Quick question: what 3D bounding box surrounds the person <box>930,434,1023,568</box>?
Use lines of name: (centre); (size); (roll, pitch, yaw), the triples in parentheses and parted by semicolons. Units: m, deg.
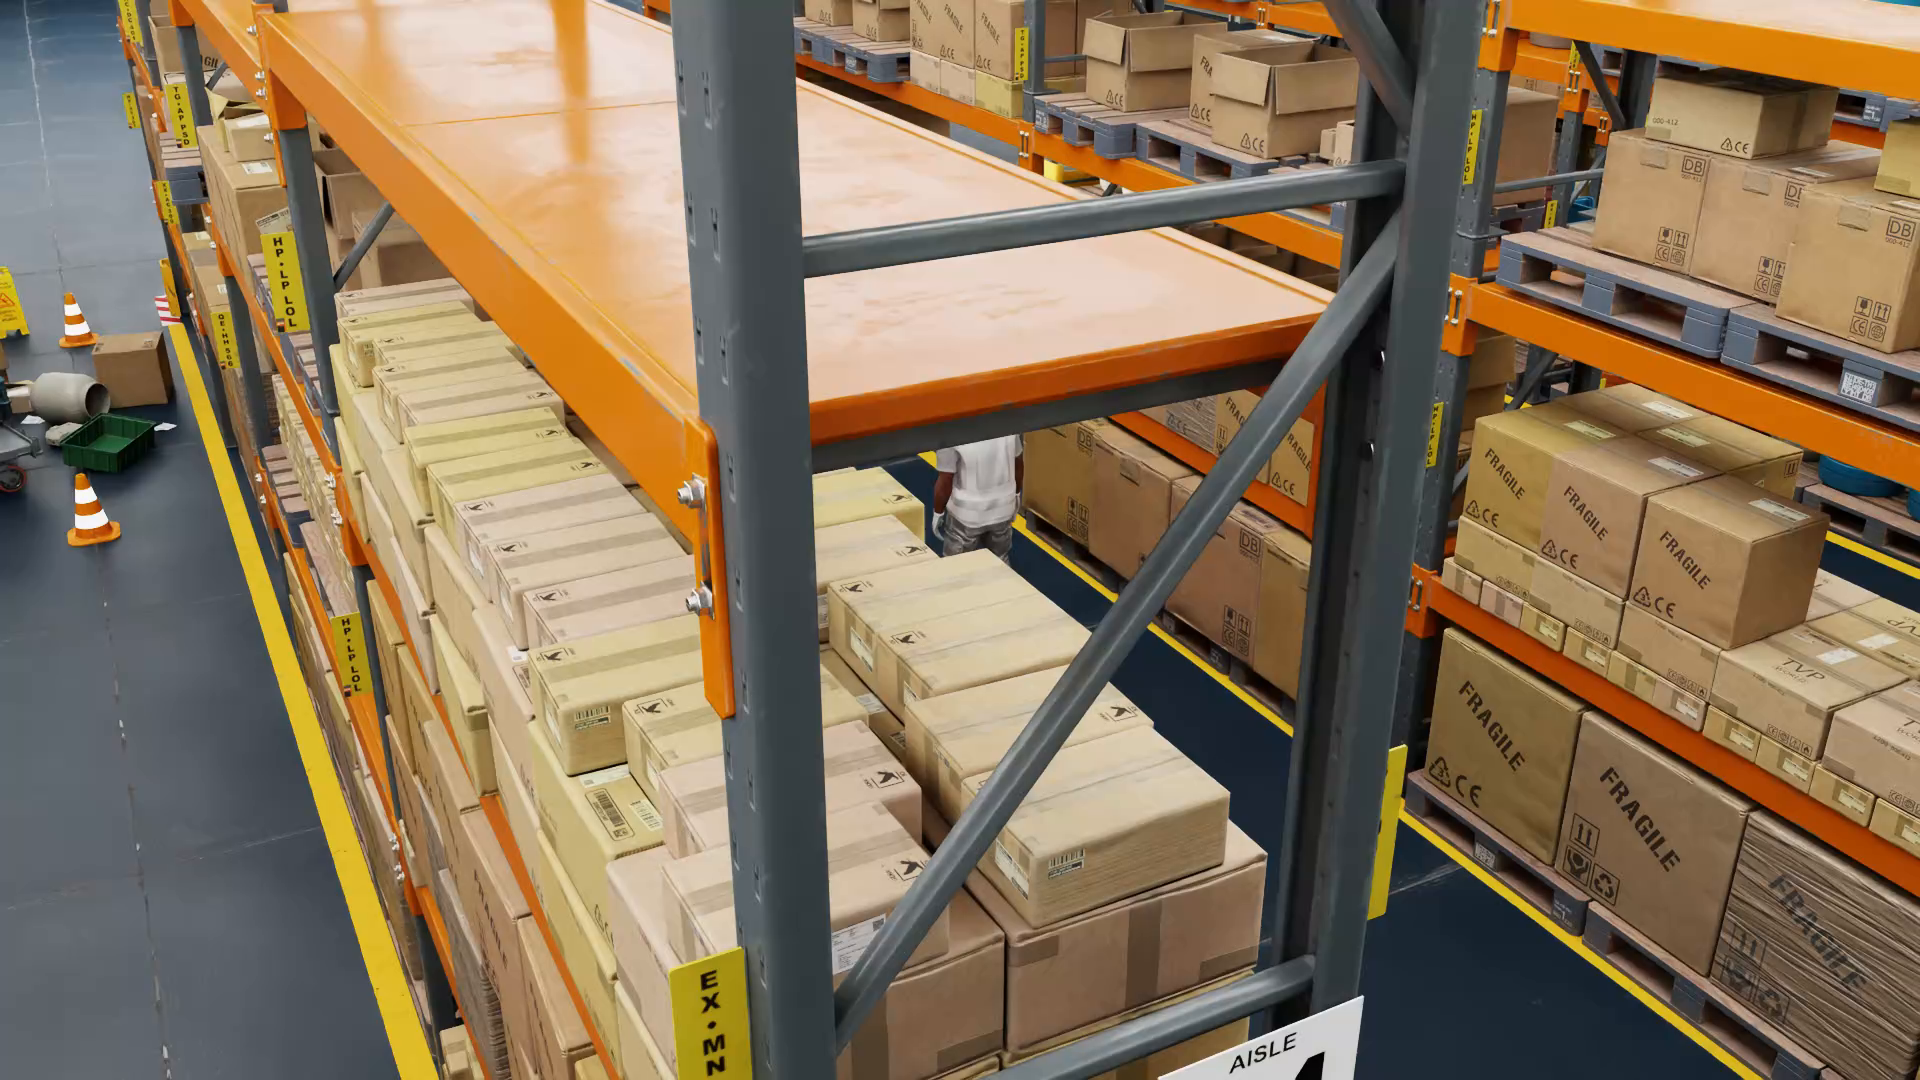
person: (0.095, -0.196, 10.047); (0.622, 1.771, 0.450); (-14, 29, -27)
